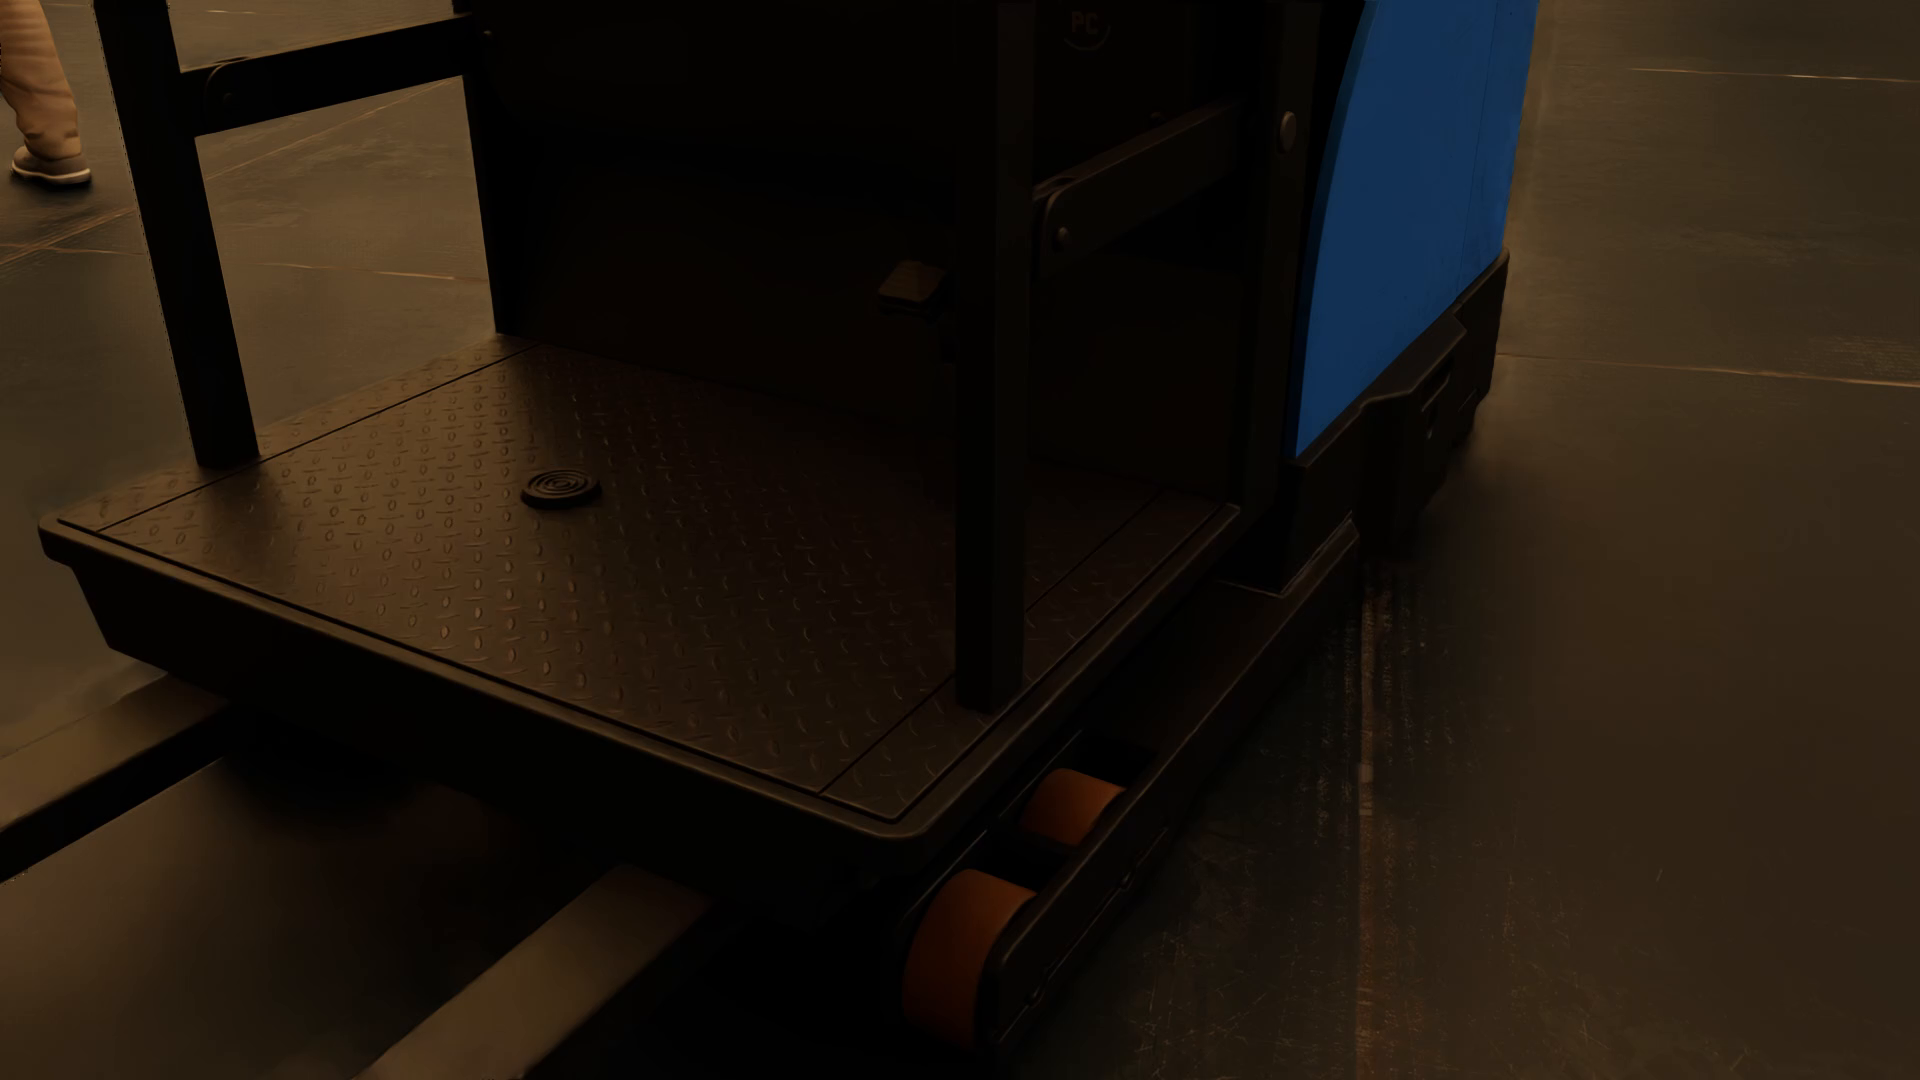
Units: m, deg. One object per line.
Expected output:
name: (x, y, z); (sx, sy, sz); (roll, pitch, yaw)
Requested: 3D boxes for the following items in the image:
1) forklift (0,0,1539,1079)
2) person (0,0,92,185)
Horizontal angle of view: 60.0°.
forklift: (-0.268, -1.068, 1.363); (1.130, 2.935, 3.031); (15, 30, 27)
person: (-2.548, -1.693, 3.988); (0.495, 1.754, 0.613); (22, 34, 36)
